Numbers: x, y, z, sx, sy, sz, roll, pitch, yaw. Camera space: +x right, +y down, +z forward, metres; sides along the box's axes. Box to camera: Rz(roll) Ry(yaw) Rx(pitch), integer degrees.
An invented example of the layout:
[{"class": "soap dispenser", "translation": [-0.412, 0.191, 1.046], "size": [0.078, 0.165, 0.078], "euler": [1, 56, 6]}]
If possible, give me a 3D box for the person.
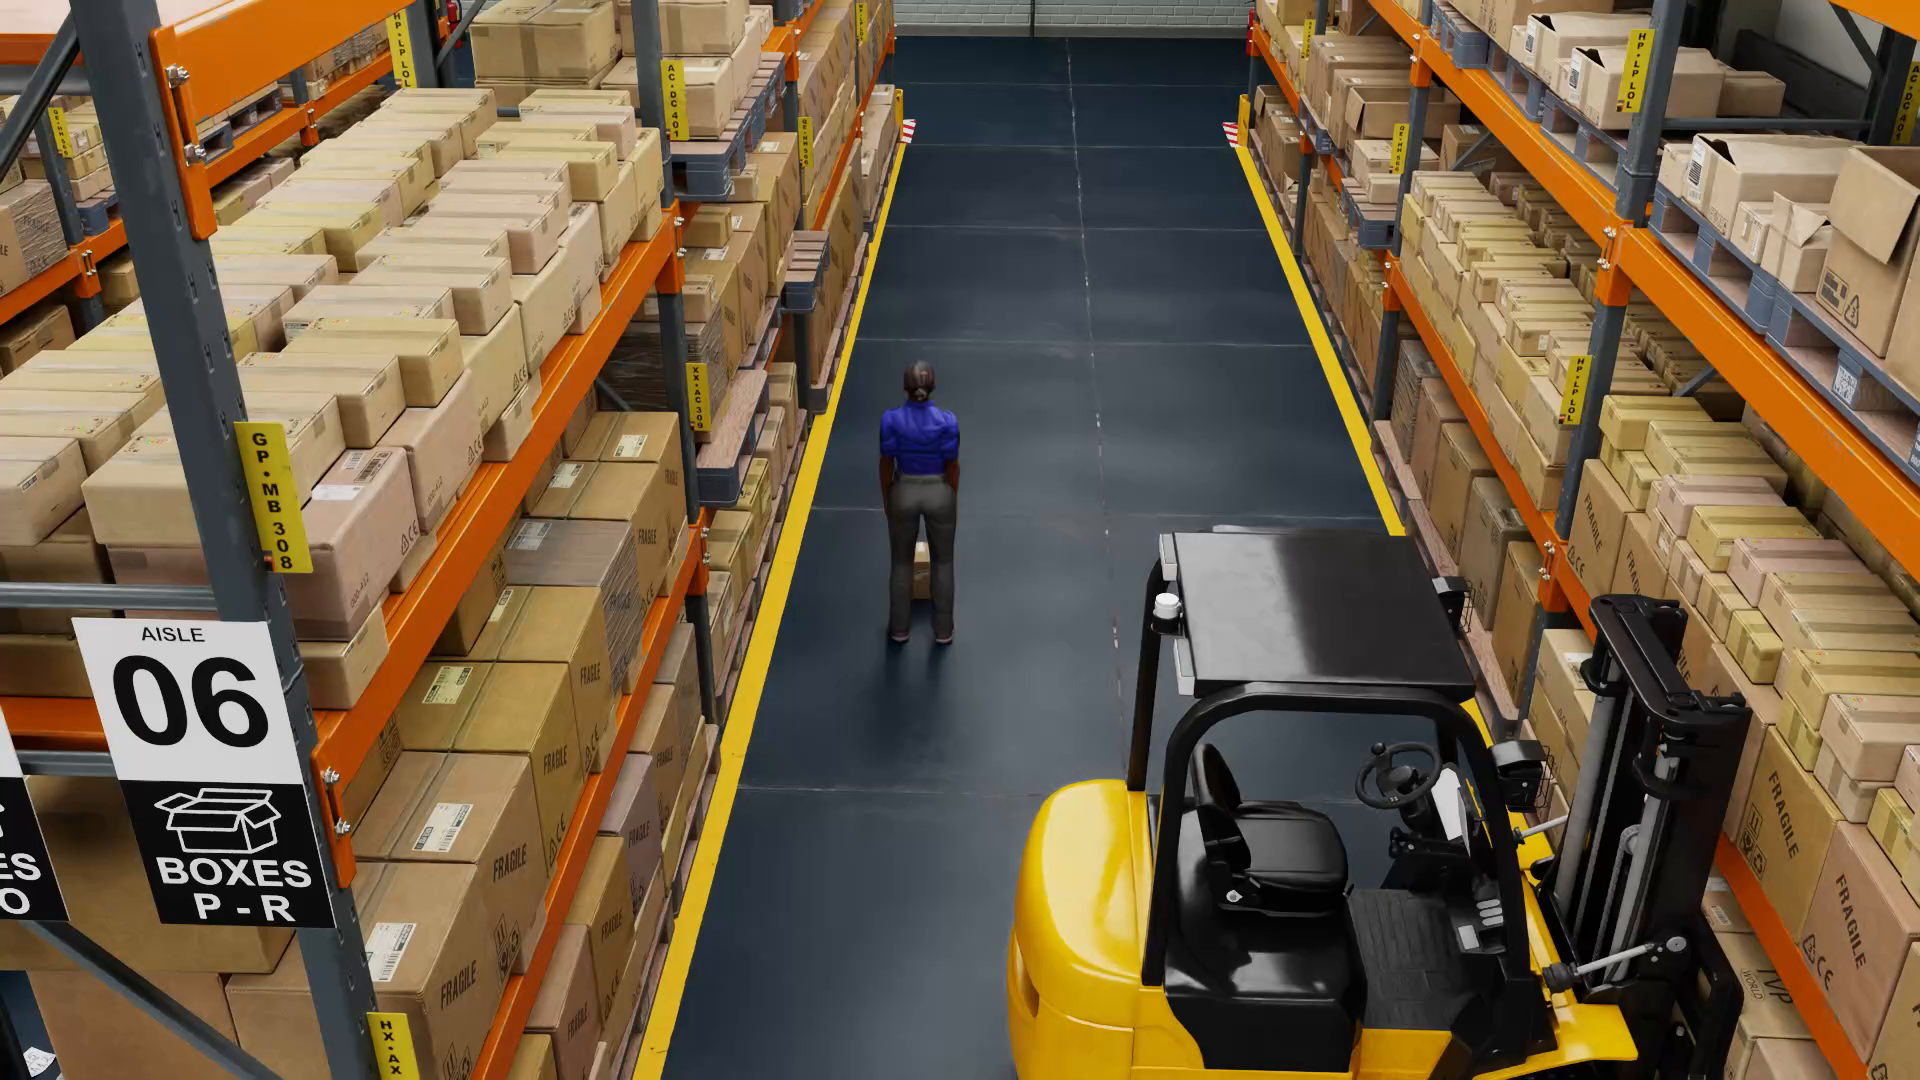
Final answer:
[{"class": "person", "translation": [-0.217, -0.208, 9.013], "size": [0.438, 1.660, 0.307], "euler": [2, 28, 3]}]
